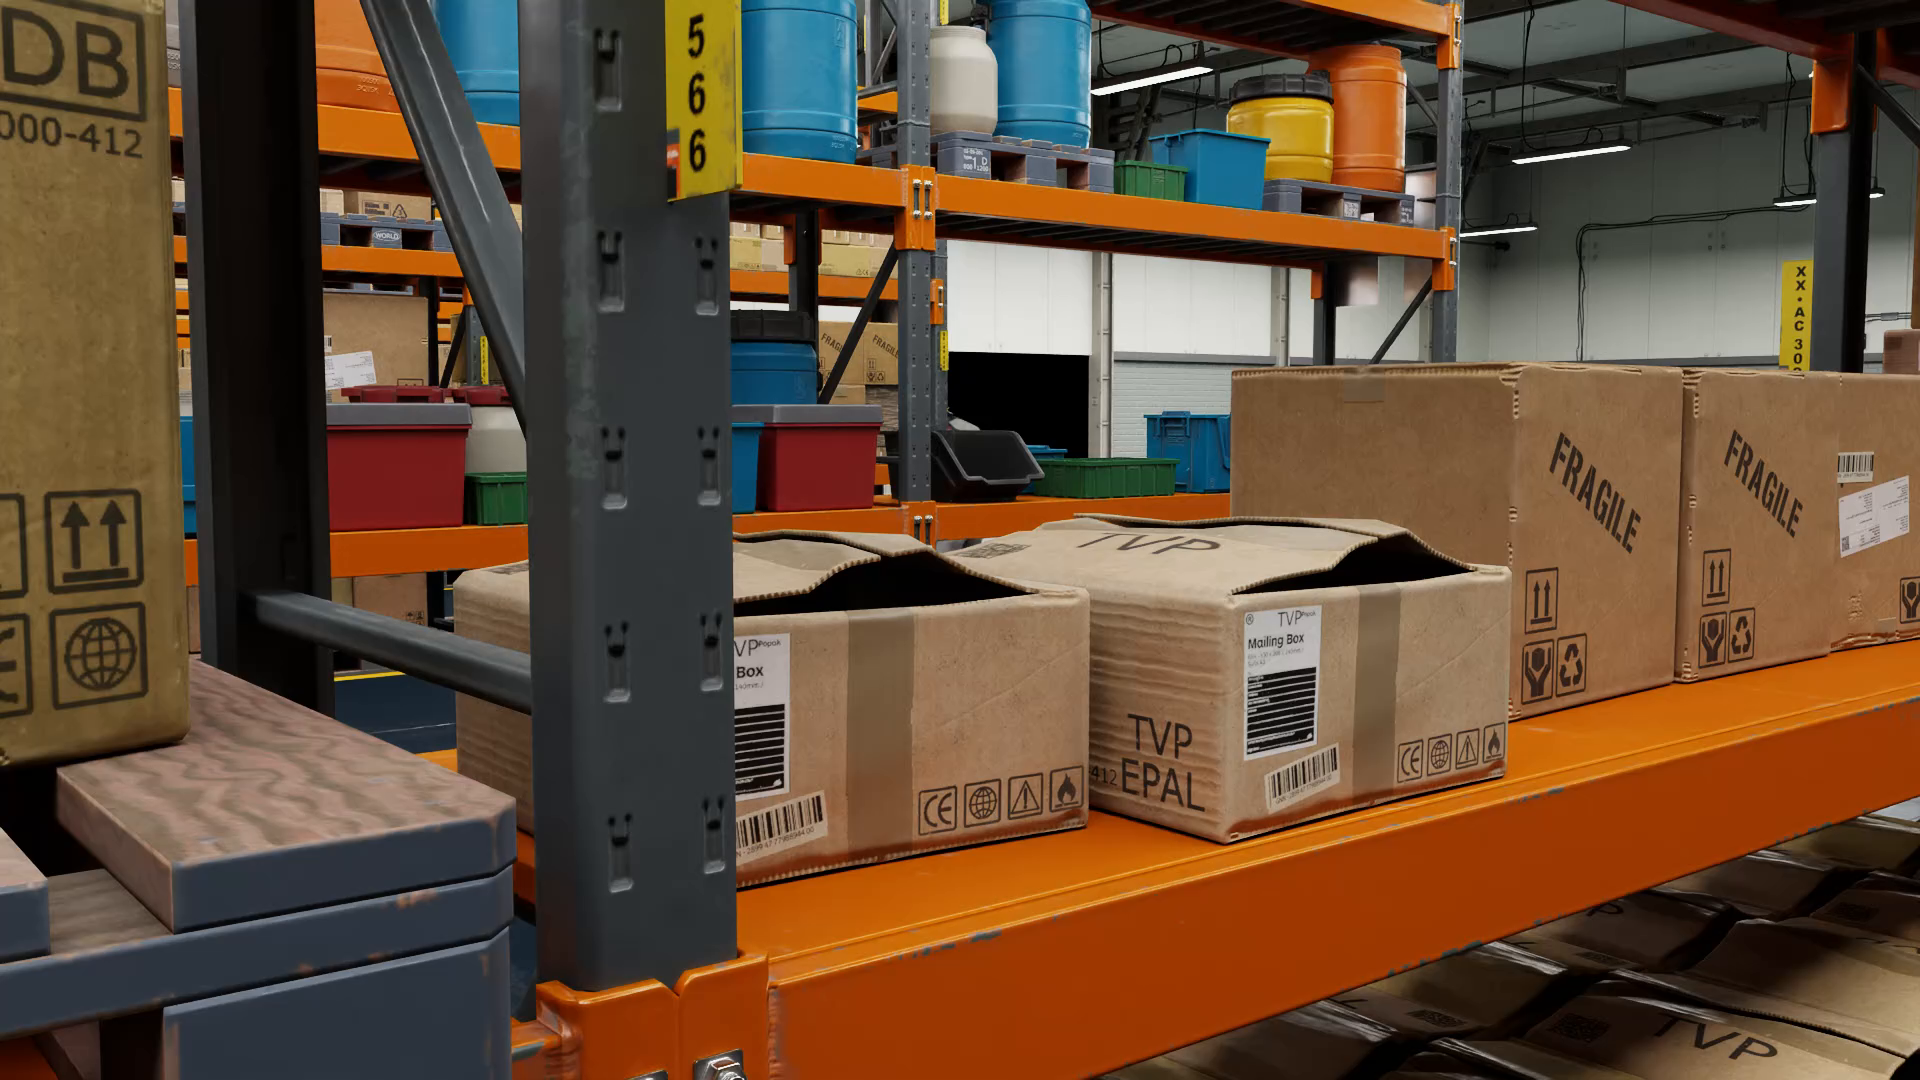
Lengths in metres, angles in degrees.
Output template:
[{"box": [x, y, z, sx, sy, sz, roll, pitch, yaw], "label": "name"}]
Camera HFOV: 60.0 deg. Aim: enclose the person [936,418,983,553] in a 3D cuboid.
[{"box": [-0.048, -0.075, 12.548, 0.460, 1.686, 0.563, -4, 6, -39], "label": "person"}]
